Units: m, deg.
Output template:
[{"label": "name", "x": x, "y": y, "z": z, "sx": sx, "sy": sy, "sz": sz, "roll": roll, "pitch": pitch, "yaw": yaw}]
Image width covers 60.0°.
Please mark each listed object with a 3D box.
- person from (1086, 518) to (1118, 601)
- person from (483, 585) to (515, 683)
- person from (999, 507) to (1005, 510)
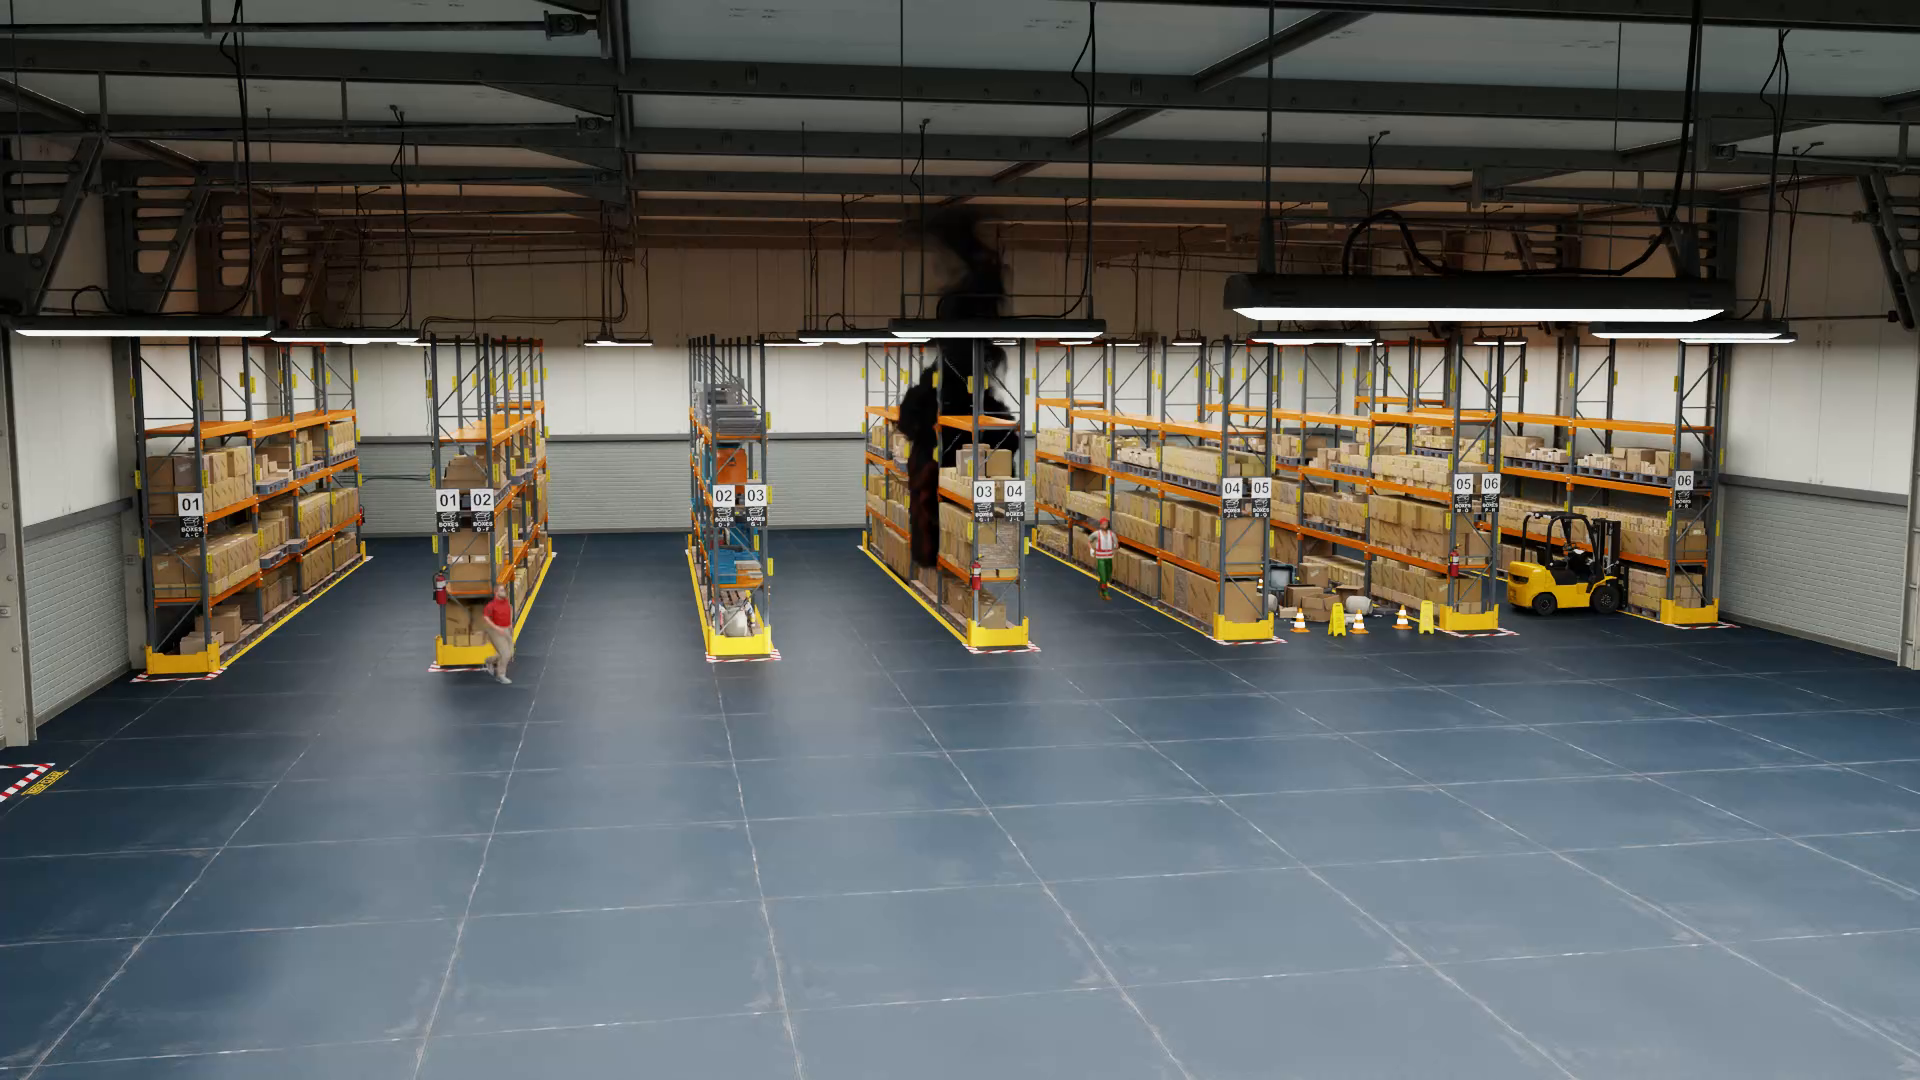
[{"label": "person", "x": 3.131, "y": 0.419, "z": 36.038, "sx": 0.666, "sy": 1.800, "sz": 0.903, "roll": -2, "pitch": 7, "yaw": -18}, {"label": "person", "x": -8.004, "y": 1.612, "z": 28.733, "sx": 0.627, "sy": 1.694, "sz": 0.698, "roll": 2, "pitch": 7, "yaw": 17}, {"label": "person", "x": 1.011, "y": -0.605, "z": 48.035, "sx": 0.642, "sy": 1.659, "sz": 0.537, "roll": -1, "pitch": 7, "yaw": -12}]
